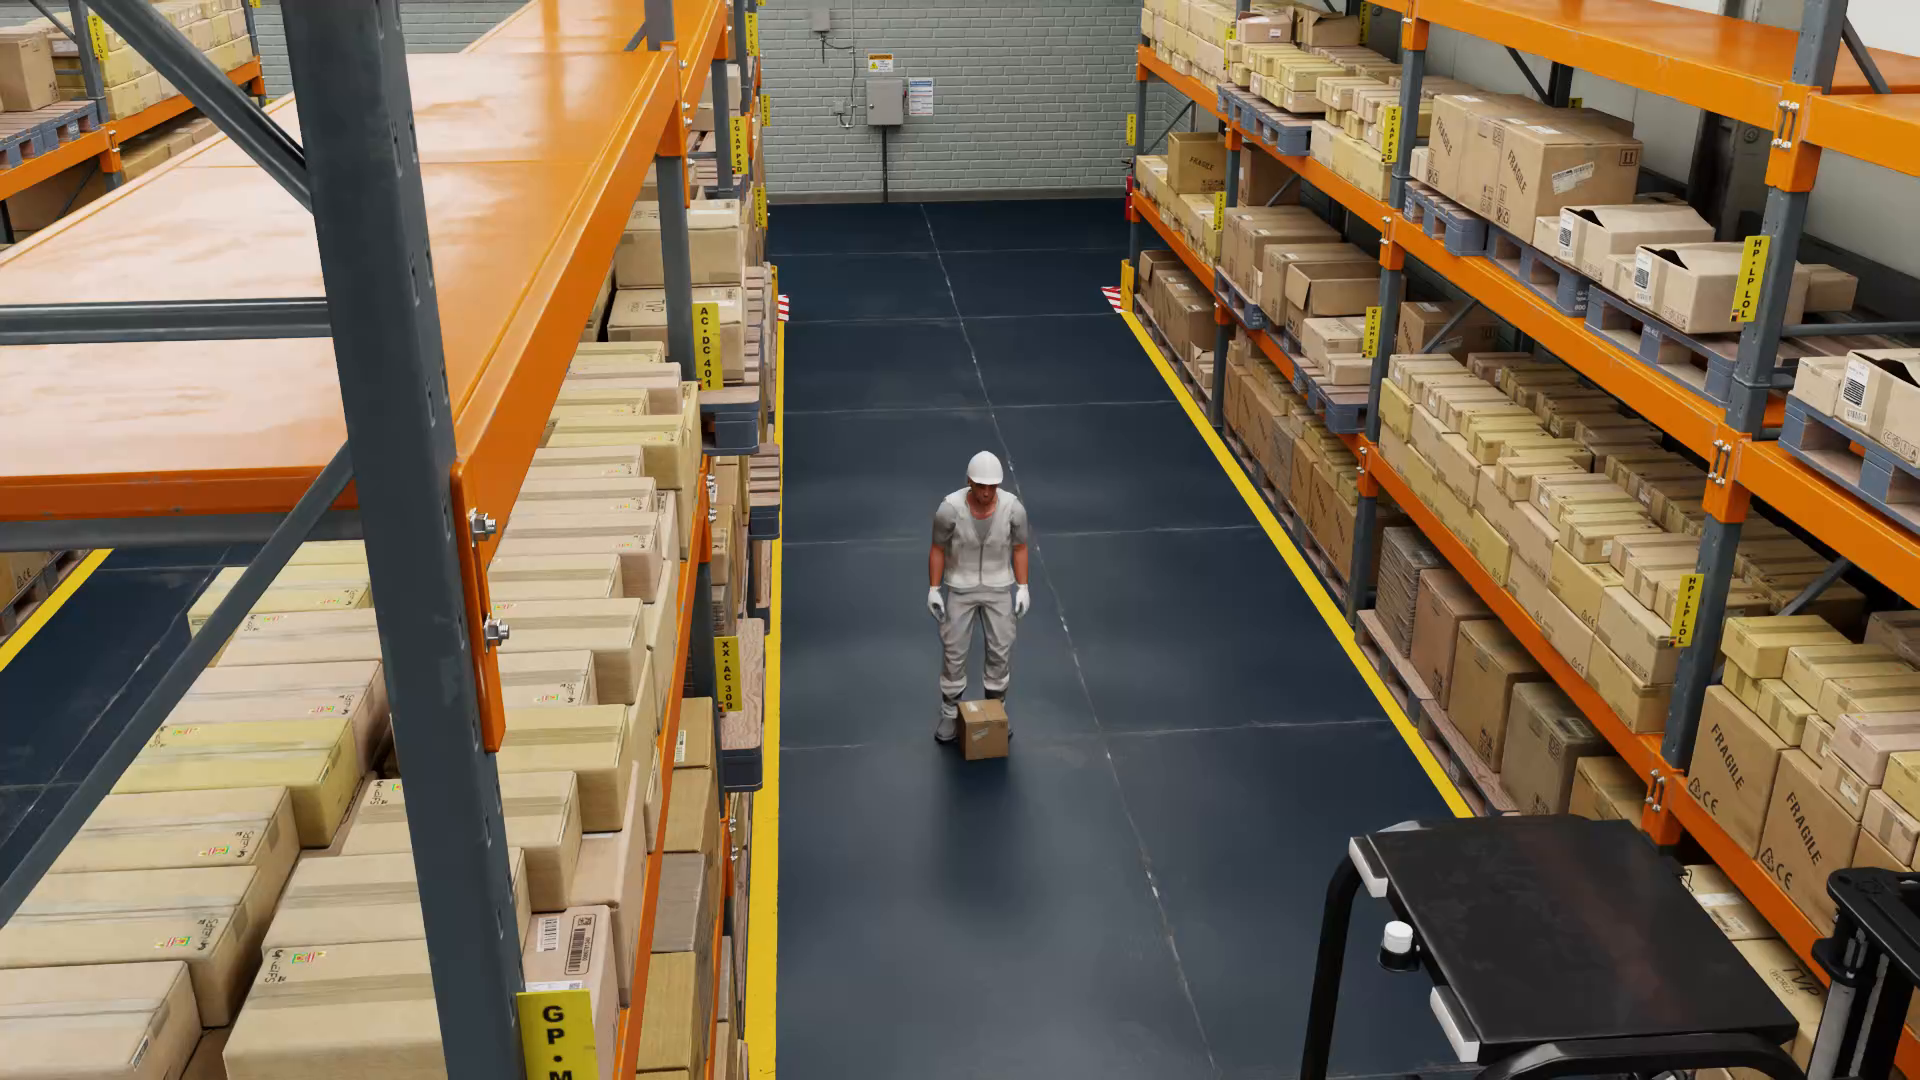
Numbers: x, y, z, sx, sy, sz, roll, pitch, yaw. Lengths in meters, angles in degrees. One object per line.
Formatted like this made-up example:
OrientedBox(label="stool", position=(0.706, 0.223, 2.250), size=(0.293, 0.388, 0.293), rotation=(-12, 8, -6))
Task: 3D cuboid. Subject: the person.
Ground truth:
OrientedBox(label="person", position=(0.108, 0.311, 9.597), size=(0.606, 1.778, 0.453), rotation=(-2, 24, -5))
